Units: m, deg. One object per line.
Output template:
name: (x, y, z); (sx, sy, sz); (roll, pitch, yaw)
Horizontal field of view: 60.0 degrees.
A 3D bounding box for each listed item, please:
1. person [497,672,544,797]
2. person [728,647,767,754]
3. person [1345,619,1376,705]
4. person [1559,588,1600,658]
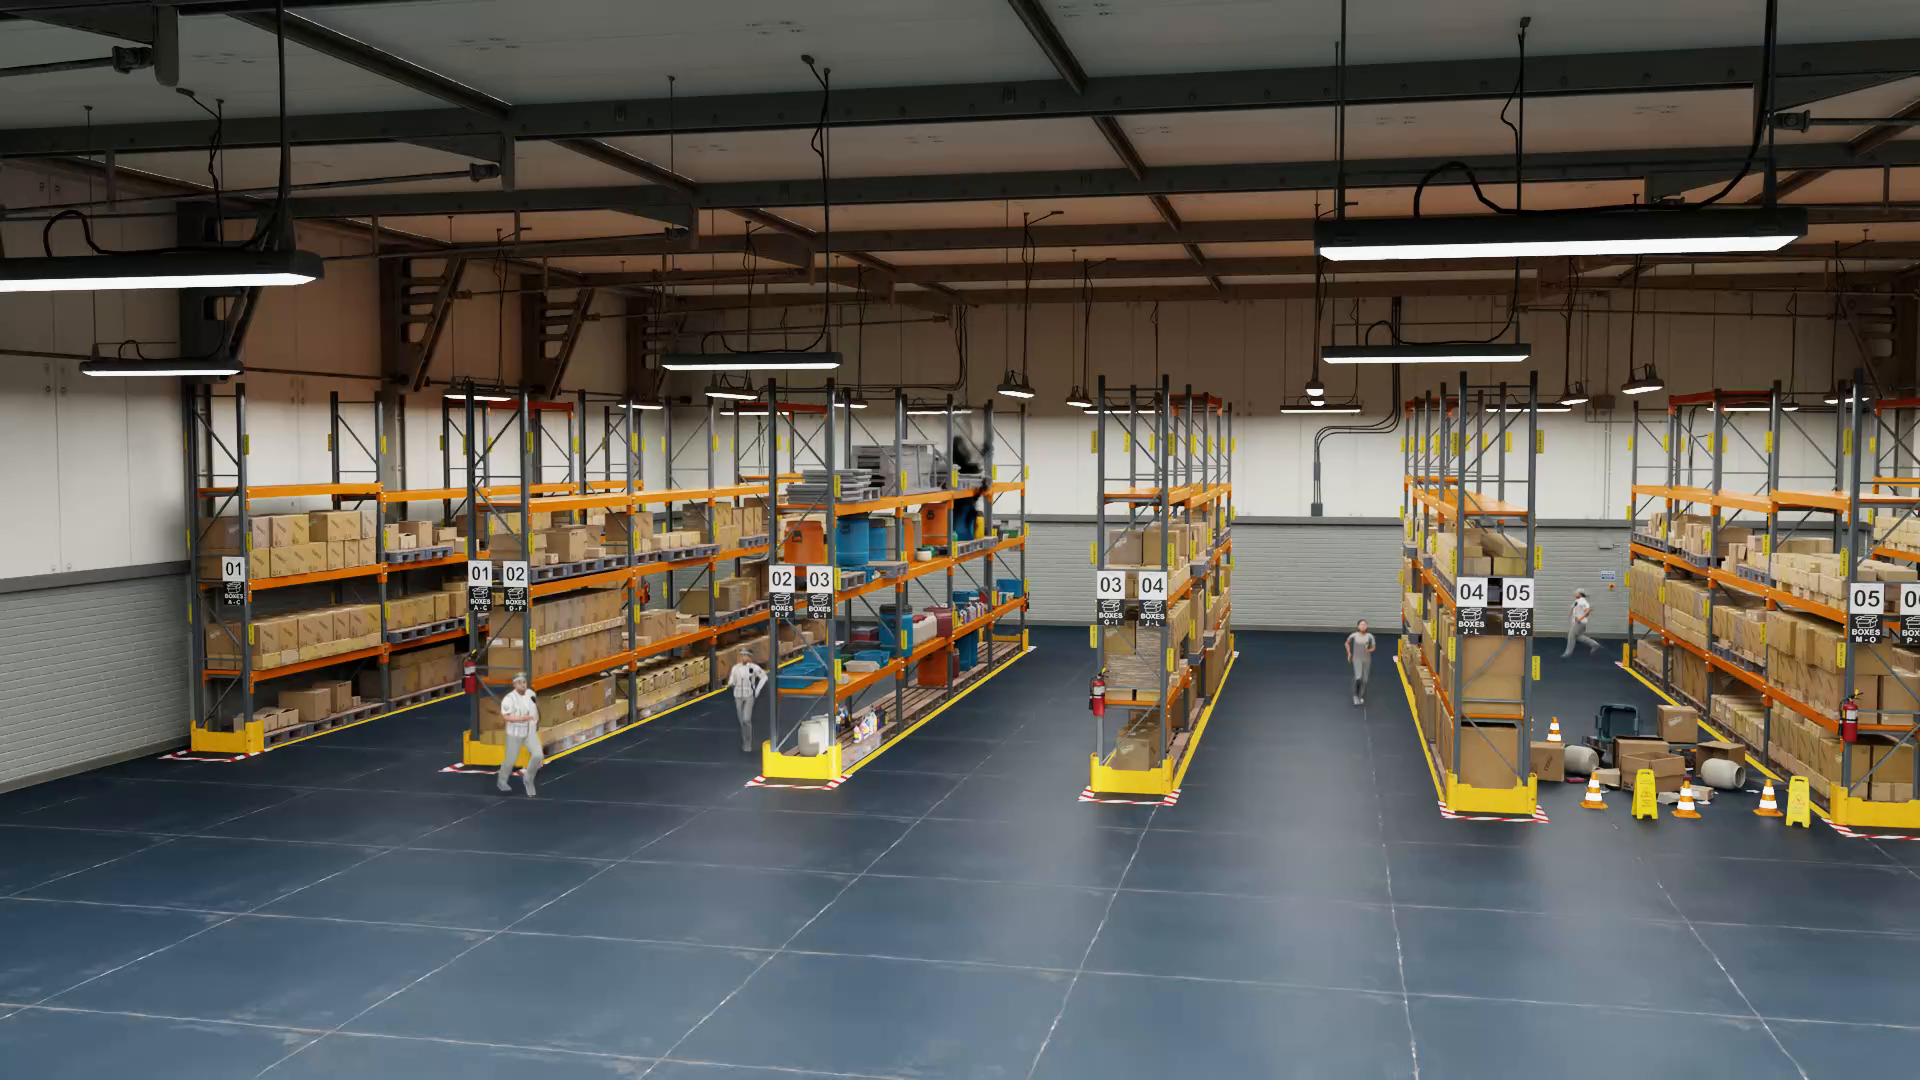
person: (-6.243, 2.766, 23.699); (0.674, 1.808, 0.896); (-3, 4, -42)
person: (-3.505, 2.606, 27.156); (0.592, 1.734, 0.684); (1, 3, 14)
person: (7.693, 2.339, 31.870); (0.538, 1.641, 0.653); (0, 3, 4)
person: (14.553, 1.957, 39.001); (0.913, 1.663, 0.635); (1, 3, 18)
